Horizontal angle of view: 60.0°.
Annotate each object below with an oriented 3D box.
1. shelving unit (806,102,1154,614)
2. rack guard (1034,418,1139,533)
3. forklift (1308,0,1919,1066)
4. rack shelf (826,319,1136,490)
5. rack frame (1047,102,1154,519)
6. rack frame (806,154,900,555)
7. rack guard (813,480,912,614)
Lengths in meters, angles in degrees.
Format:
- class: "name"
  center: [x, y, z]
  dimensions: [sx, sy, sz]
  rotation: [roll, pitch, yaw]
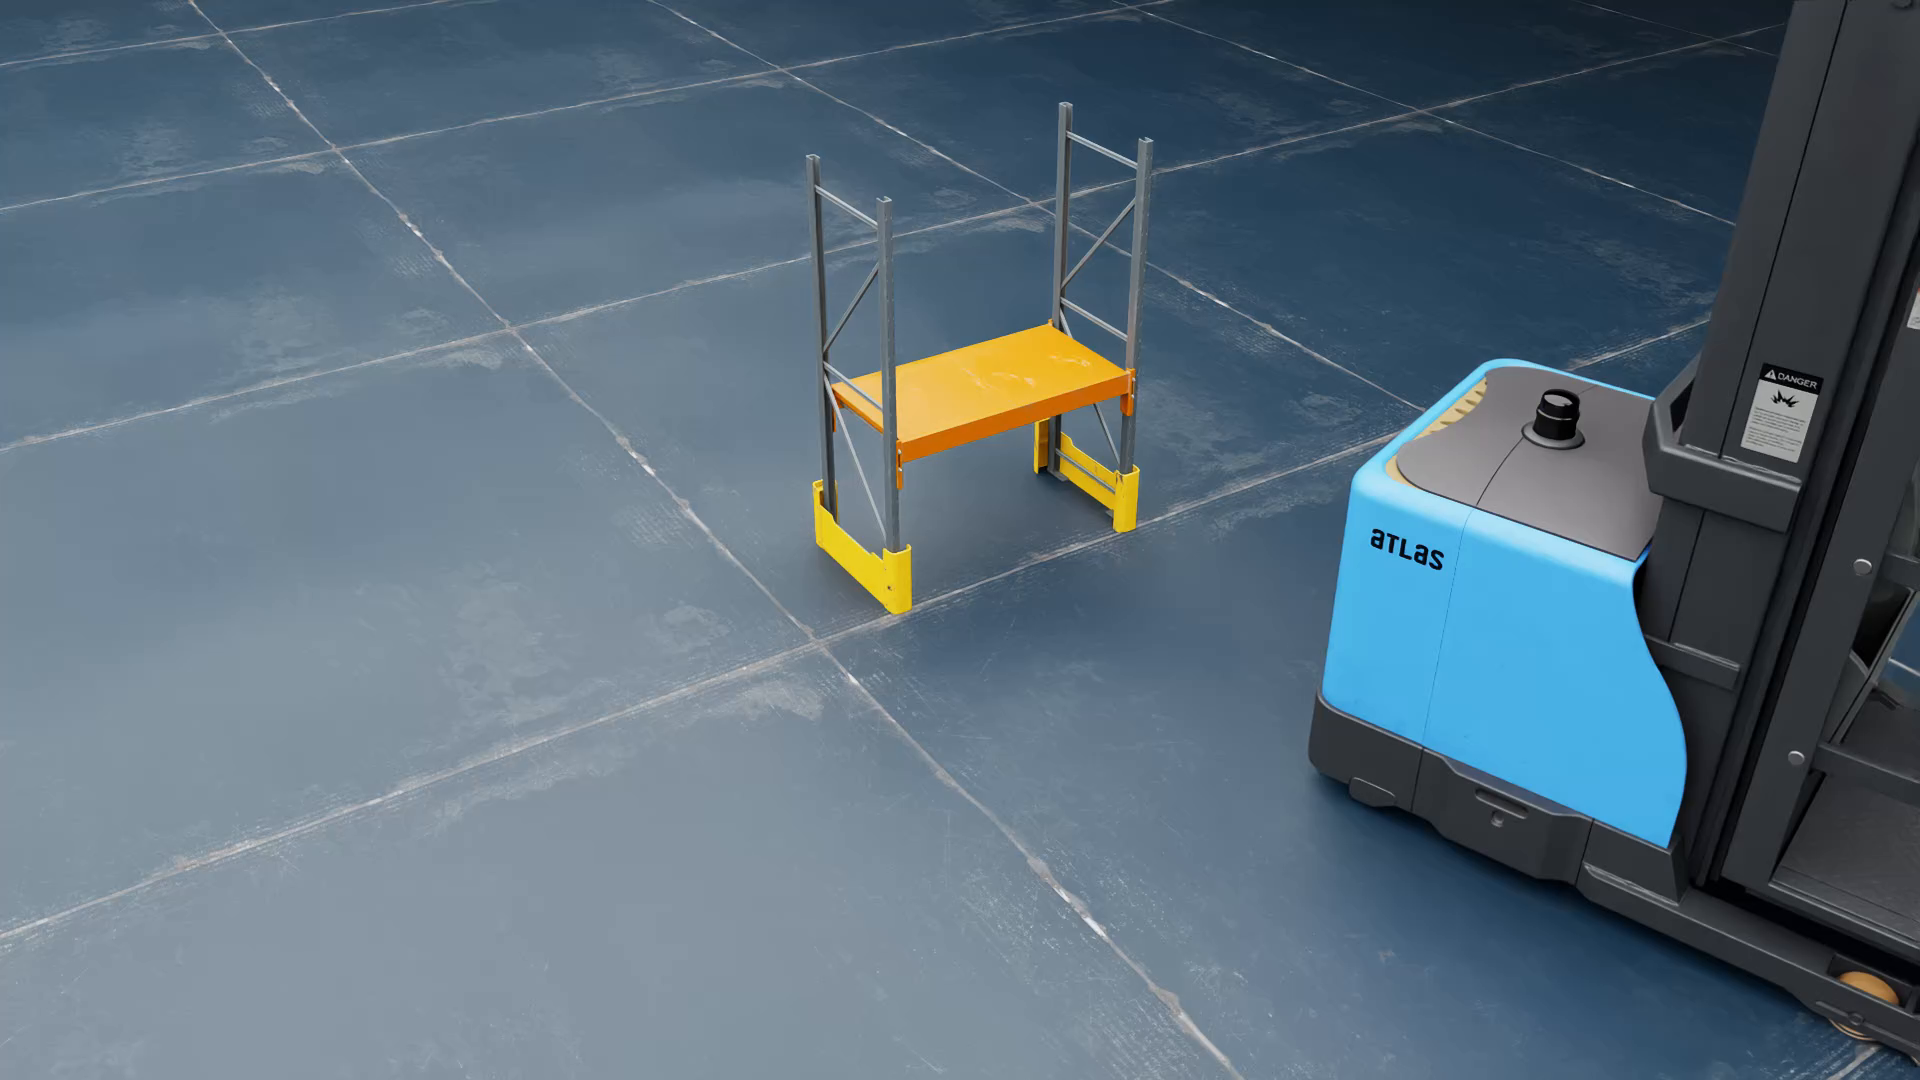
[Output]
- class: "shelving unit"
  center: [0.064, -0.656, 5.885]
  dimensions: [1.083, 1.500, 0.587]
  rotation: [-19, 37, -27]
- class: "rack guard"
  center: [0.483, -0.272, 6.446]
  dimensions: [0.087, 0.250, 0.587]
  rotation: [-19, 37, -27]
- class: "forklift"
  center: [2.532, -0.228, 3.864]
  dimensions: [3.031, 2.935, 1.130]
  rotation: [23, 39, 32]
- class: "rack shelf"
  center: [0.072, -0.507, 5.985]
  dimensions: [1.000, 0.185, 0.538]
  rotation: [-19, 37, -27]
- class: "rack frame"
  center: [0.499, -0.806, 6.122]
  dimensions: [0.032, 1.500, 0.500]
  rotation: [-19, 37, -27]
- class: "rack frame"
  center: [-0.356, -0.512, 5.656]
  dimensions: [0.032, 1.500, 0.500]
  rotation: [-19, 37, -27]
- class: "rack guard"
  center: [-0.355, 0.016, 5.990]
  dimensions: [0.087, 0.250, 0.587]
  rotation: [-19, 37, -27]
